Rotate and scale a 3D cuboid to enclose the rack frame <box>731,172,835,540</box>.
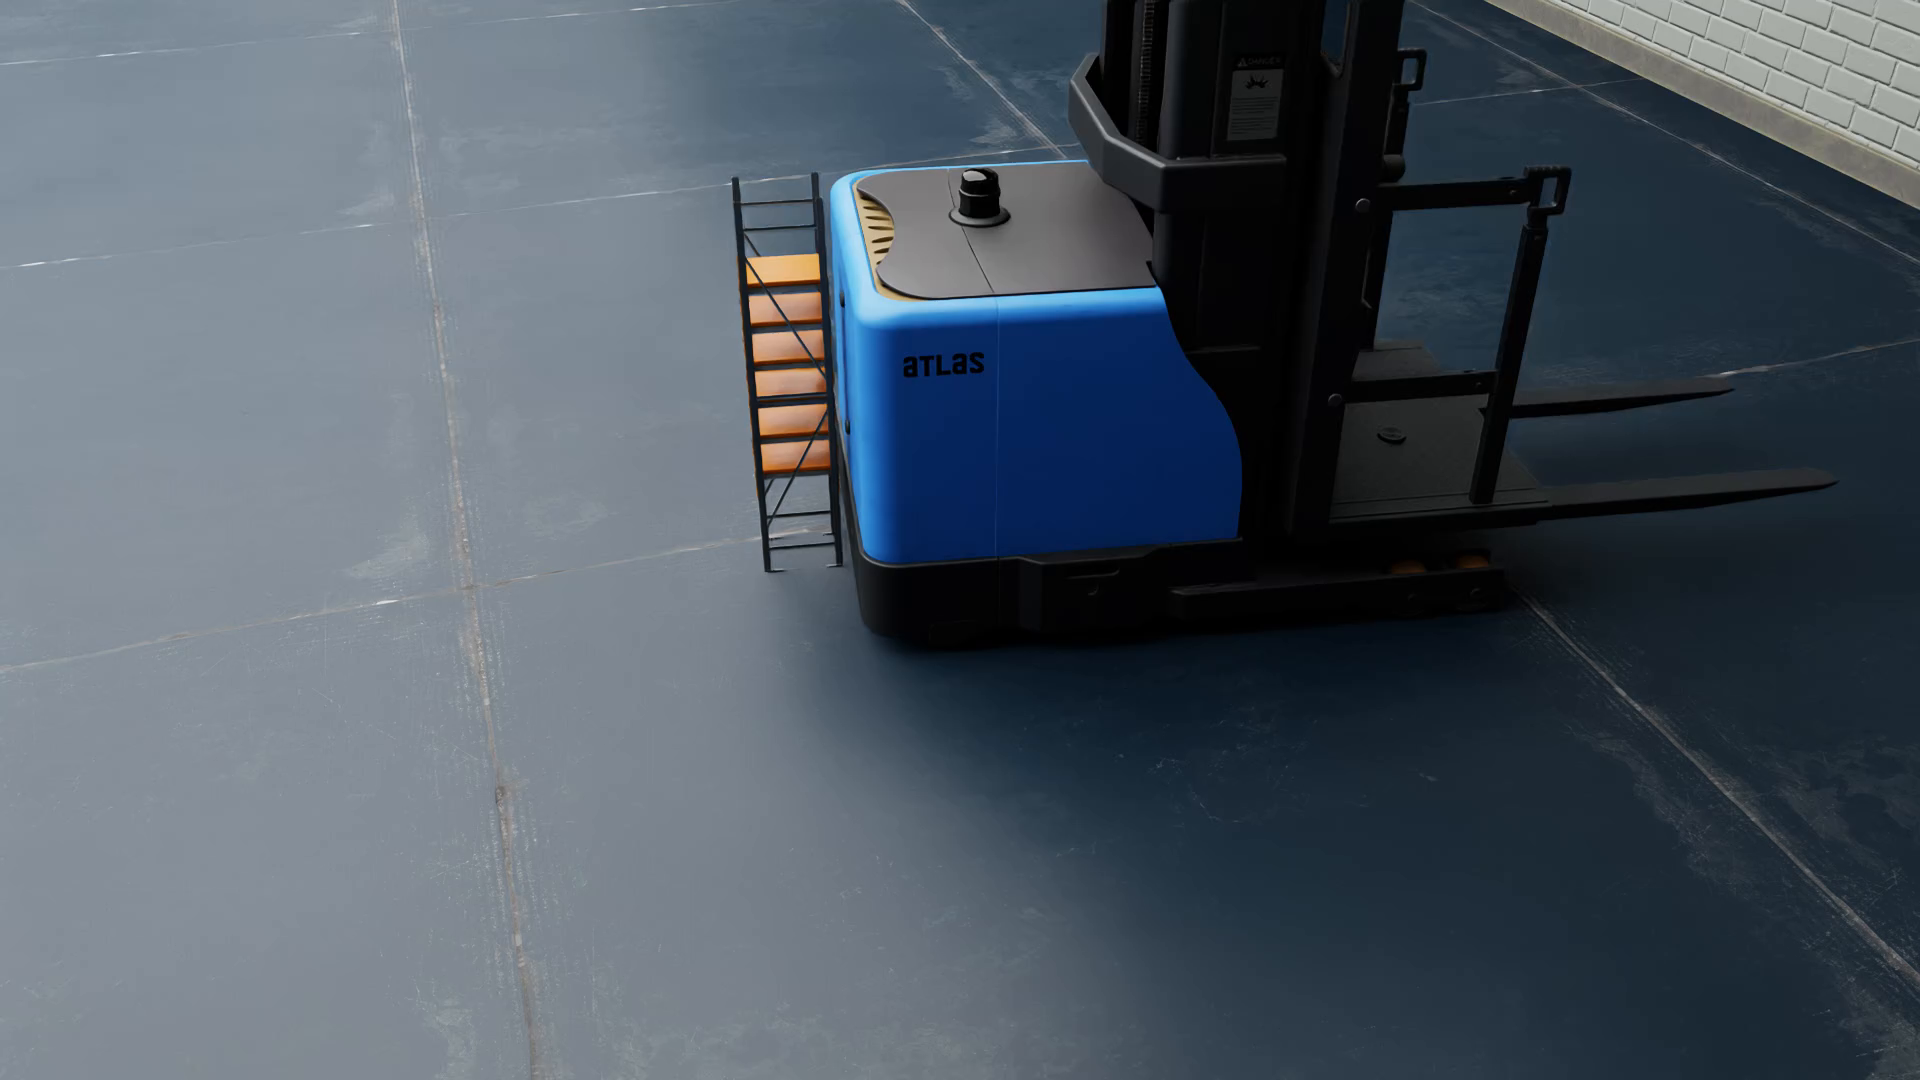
[{"bbox_3d":[-0.509,-0.510,4.933,0.240,1.200,0.006,-5,34,-6],"label":"rack frame"}]

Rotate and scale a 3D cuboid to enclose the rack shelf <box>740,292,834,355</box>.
[{"bbox_3d":[-0.497,-0.624,4.749,0.258,0.103,0.180,-5,34,-6],"label":"rack shelf"}]

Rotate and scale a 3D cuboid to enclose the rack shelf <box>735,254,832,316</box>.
[{"bbox_3d":[-0.498,-0.724,4.683,0.258,0.103,0.180,-5,34,-6],"label":"rack shelf"}]

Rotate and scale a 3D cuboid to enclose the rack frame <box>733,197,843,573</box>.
[{"bbox_3d":[-0.483,-0.411,4.781,0.240,1.200,0.006,-5,34,-6],"label":"rack frame"}]

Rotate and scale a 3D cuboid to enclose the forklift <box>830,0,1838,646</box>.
[{"bbox_3d":[1.160,-1.282,4.532,3.031,2.935,1.130,-4,34,-7],"label":"forklift"}]

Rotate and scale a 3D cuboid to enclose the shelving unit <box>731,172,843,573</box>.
[{"bbox_3d":[-0.496,-0.460,4.857,0.258,1.200,0.189,-5,34,-6],"label":"shelving unit"}]

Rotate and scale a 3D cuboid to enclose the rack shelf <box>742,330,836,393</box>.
[{"bbox_3d":[-0.496,-0.523,4.815,0.258,0.103,0.180,-5,34,-6],"label":"rack shelf"}]

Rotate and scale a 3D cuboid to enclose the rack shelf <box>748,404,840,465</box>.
[{"bbox_3d":[-0.495,-0.323,4.948,0.258,0.103,0.180,-5,34,-6],"label":"rack shelf"}]

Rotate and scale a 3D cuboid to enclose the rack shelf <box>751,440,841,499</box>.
[{"bbox_3d":[-0.494,-0.223,5.014,0.258,0.103,0.180,-5,34,-6],"label":"rack shelf"}]

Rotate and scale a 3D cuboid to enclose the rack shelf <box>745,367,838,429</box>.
[{"bbox_3d":[-0.496,-0.423,4.881,0.258,0.103,0.180,-5,34,-6],"label":"rack shelf"}]
